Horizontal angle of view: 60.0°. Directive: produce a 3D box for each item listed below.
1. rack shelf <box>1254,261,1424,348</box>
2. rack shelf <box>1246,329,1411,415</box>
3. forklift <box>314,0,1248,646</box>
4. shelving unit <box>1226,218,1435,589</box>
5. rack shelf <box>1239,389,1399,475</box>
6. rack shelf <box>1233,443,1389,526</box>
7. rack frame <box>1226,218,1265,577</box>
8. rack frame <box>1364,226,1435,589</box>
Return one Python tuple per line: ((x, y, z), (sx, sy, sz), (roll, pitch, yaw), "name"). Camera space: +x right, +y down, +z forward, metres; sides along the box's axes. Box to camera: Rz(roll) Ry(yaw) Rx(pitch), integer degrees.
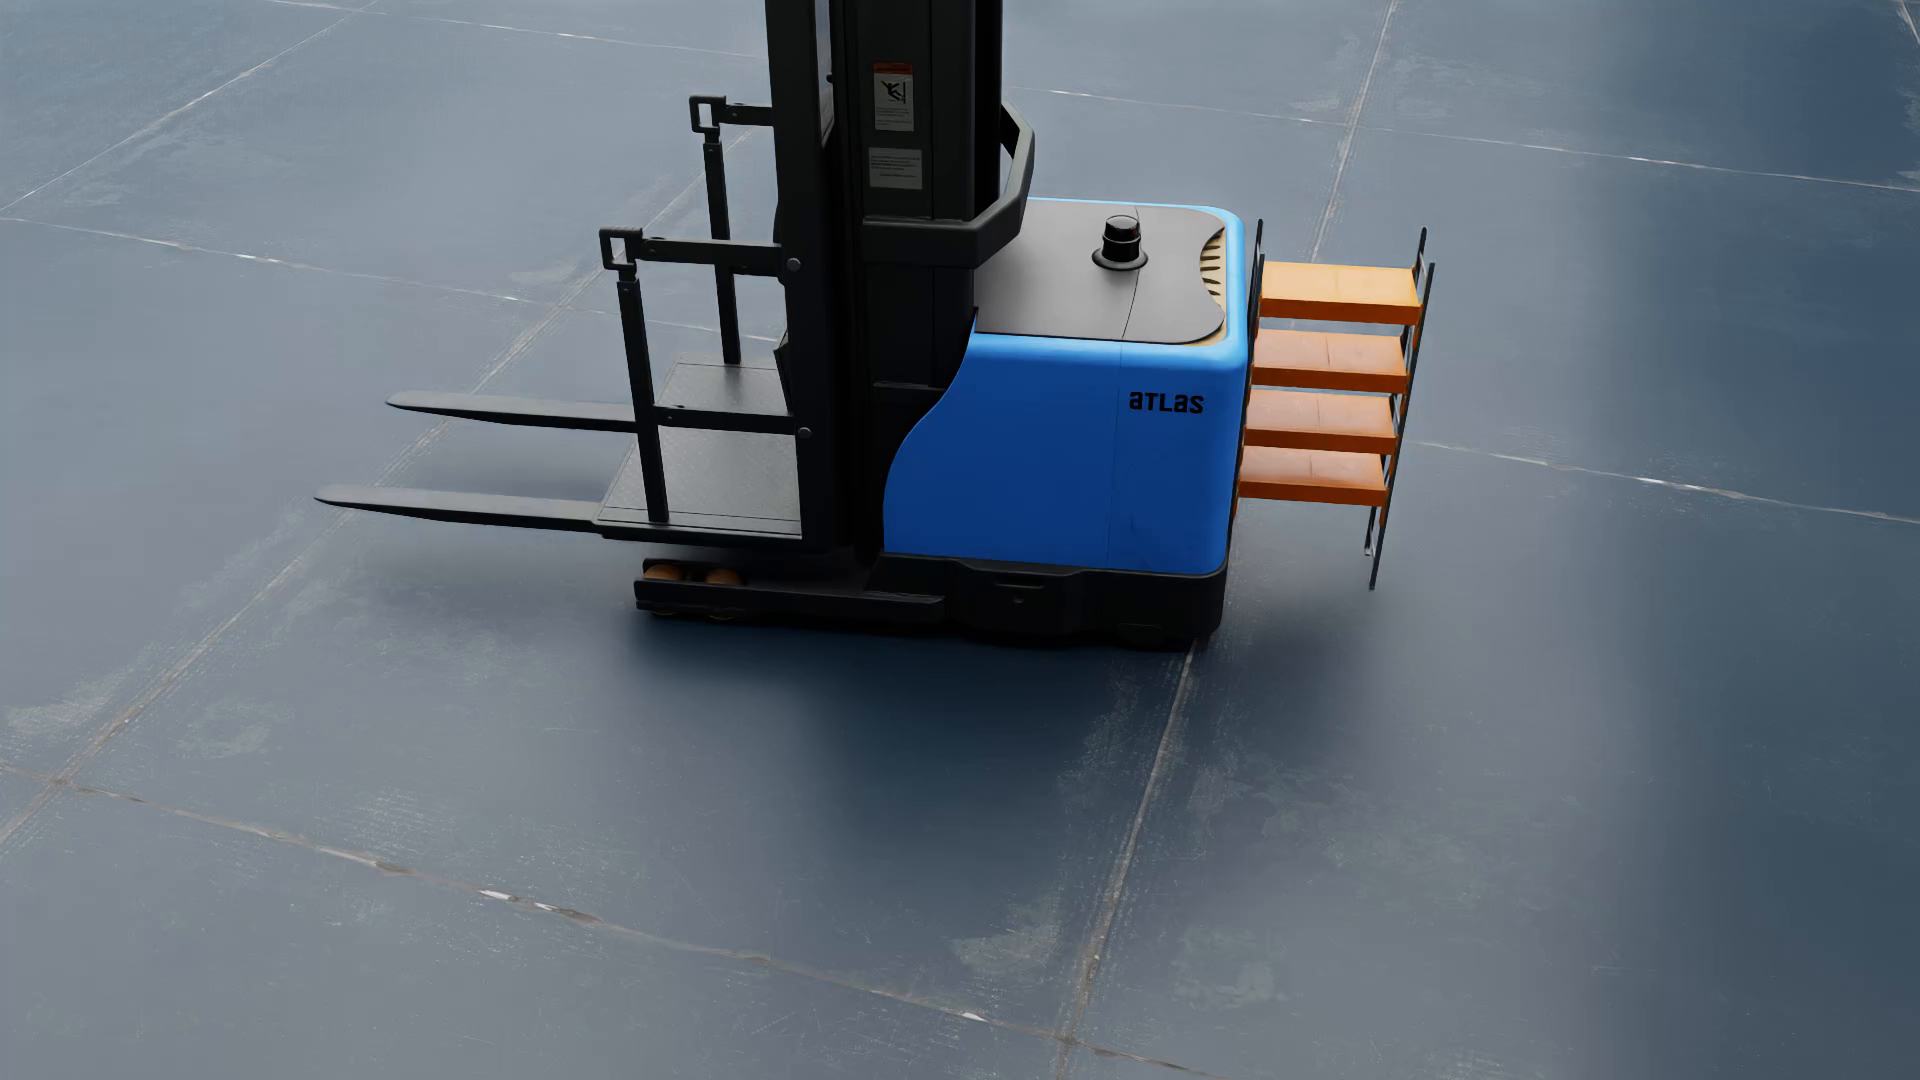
((1.142, -0.724, 5.058), (0.480, 0.148, 0.258), (4, 37, 5), "rack shelf")
((1.142, -0.533, 5.199), (0.480, 0.148, 0.258), (4, 37, 5), "rack shelf")
((-0.622, -1.227, 4.944), (3.031, 2.935, 1.130), (4, 37, 6), "forklift")
((1.142, -0.407, 5.291), (0.503, 1.200, 0.258), (4, 37, 5), "shelving unit")
((1.142, -0.353, 5.331), (0.480, 0.148, 0.258), (4, 37, 5), "rack shelf")
((1.142, -0.193, 5.449), (0.480, 0.148, 0.258), (4, 37, 5), "rack shelf")
((0.899, -0.424, 5.315), (0.015, 1.200, 0.240), (4, 37, 5), "rack frame")
((1.384, -0.390, 5.268), (0.015, 1.200, 0.240), (4, 37, 5), "rack frame")
